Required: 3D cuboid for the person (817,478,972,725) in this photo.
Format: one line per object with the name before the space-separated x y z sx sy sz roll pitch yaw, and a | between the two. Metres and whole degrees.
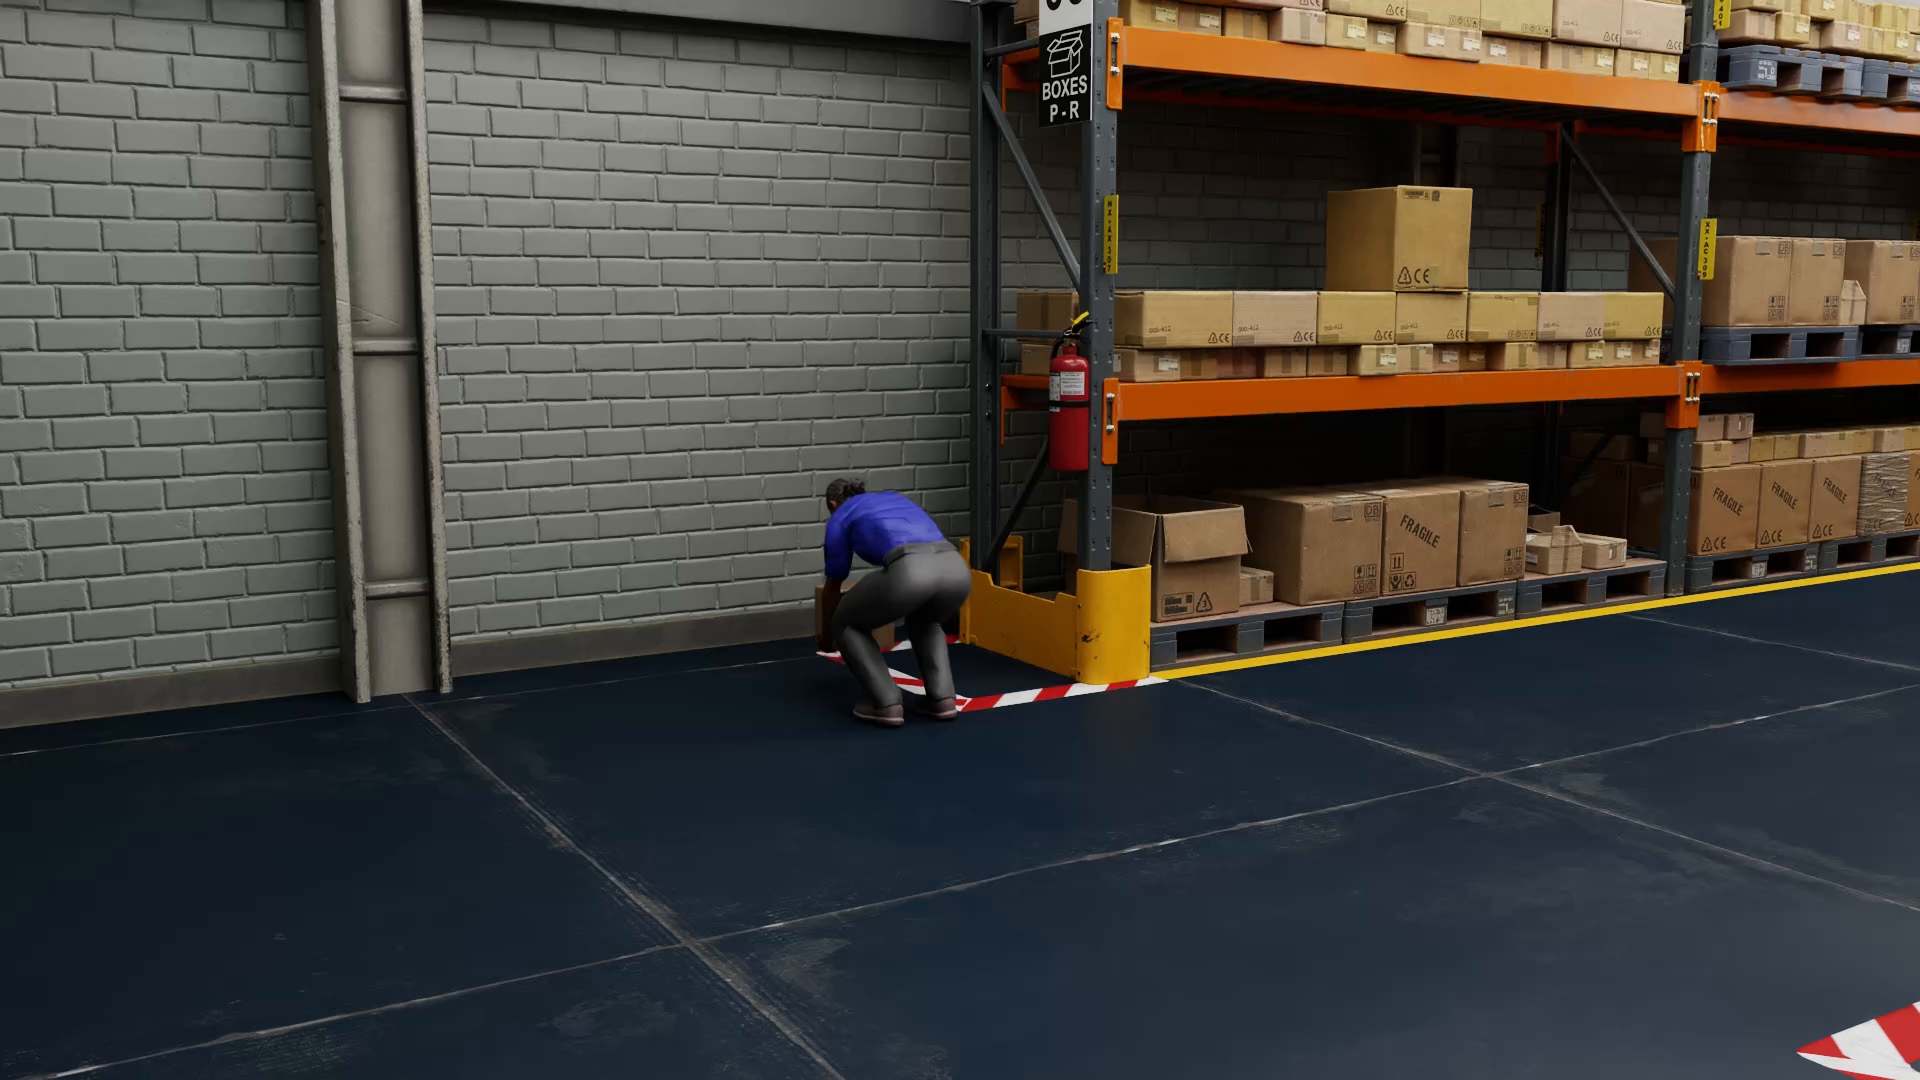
person | -0.298 0.236 6.752 0.470 0.938 0.863 -5 10 -31
